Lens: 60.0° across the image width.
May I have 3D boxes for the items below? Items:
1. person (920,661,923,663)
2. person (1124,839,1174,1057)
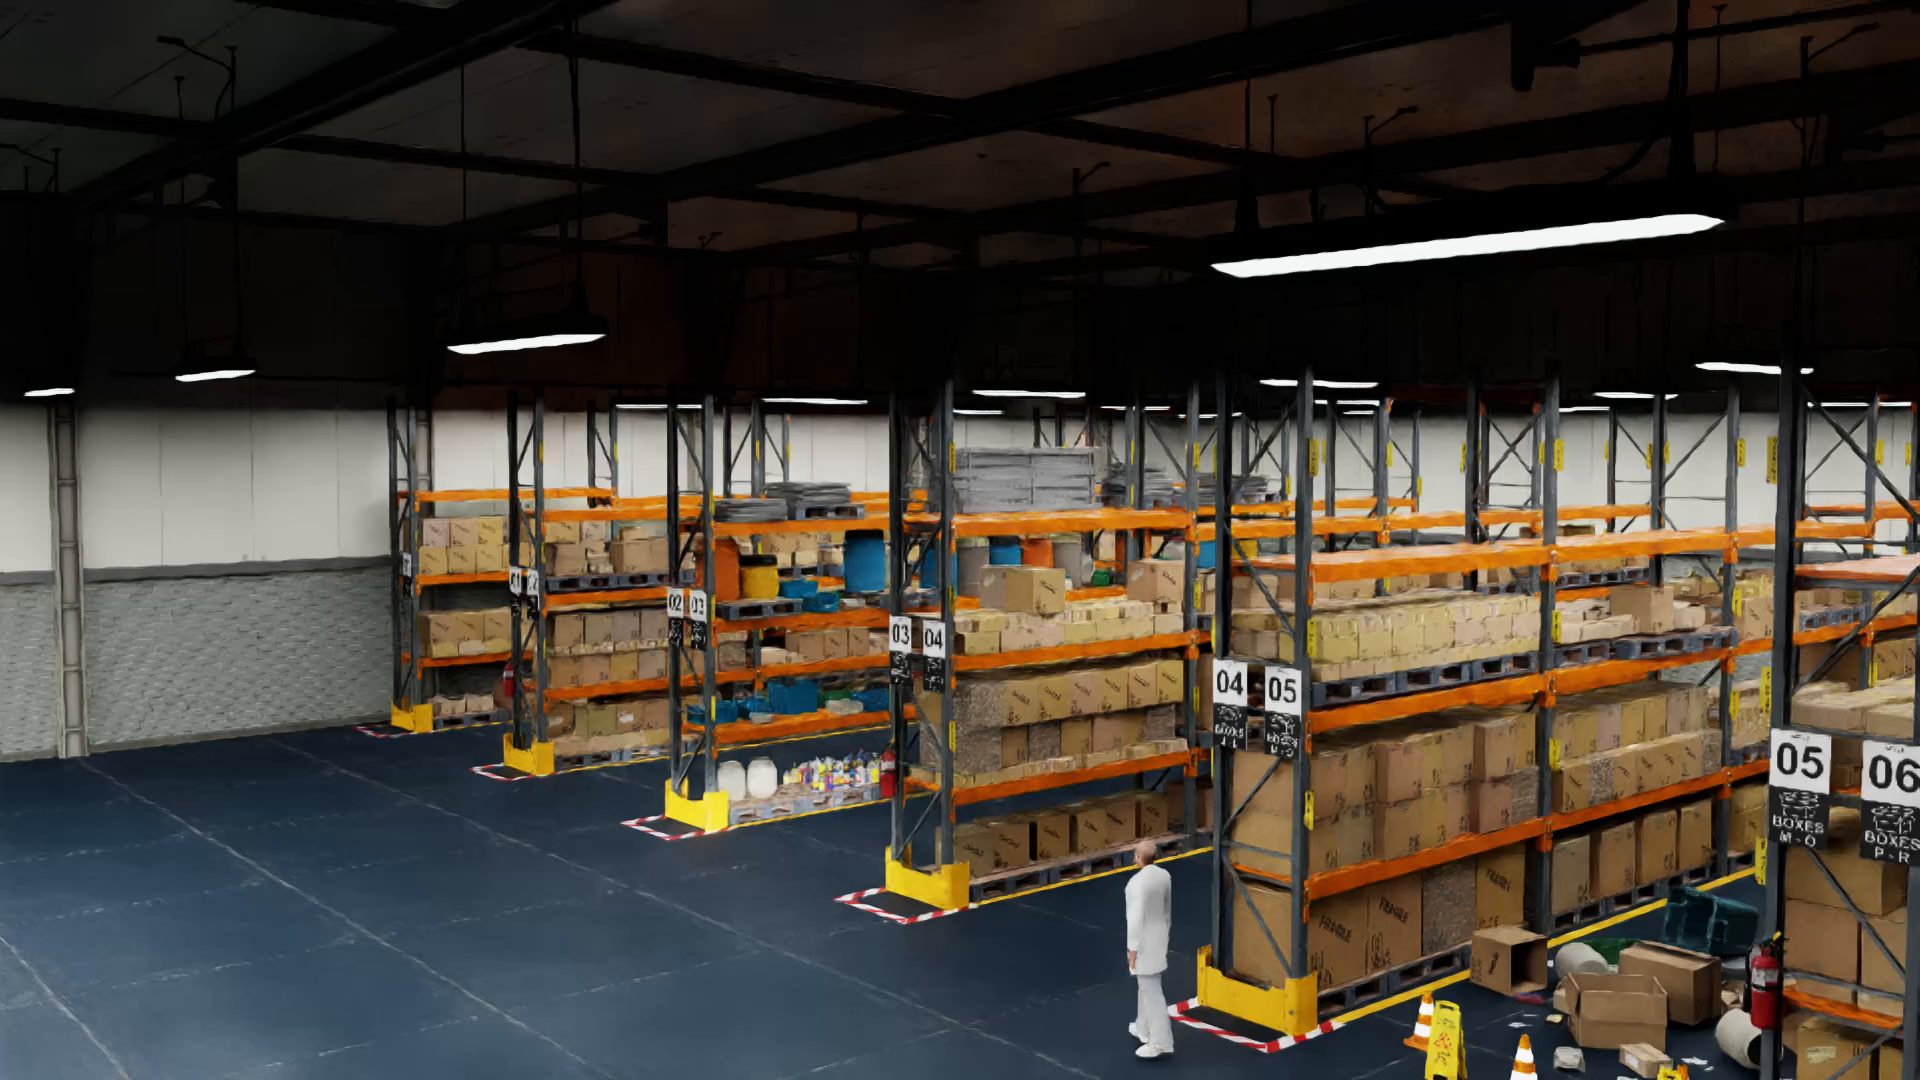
[{"bbox_3d":[-0.600,2.385,33.849,1.081,1.574,0.445,-3,5,-42],"label":"person"},{"bbox_3d":[1.600,3.448,14.192,0.589,1.772,0.710,2,4,32],"label":"person"}]
